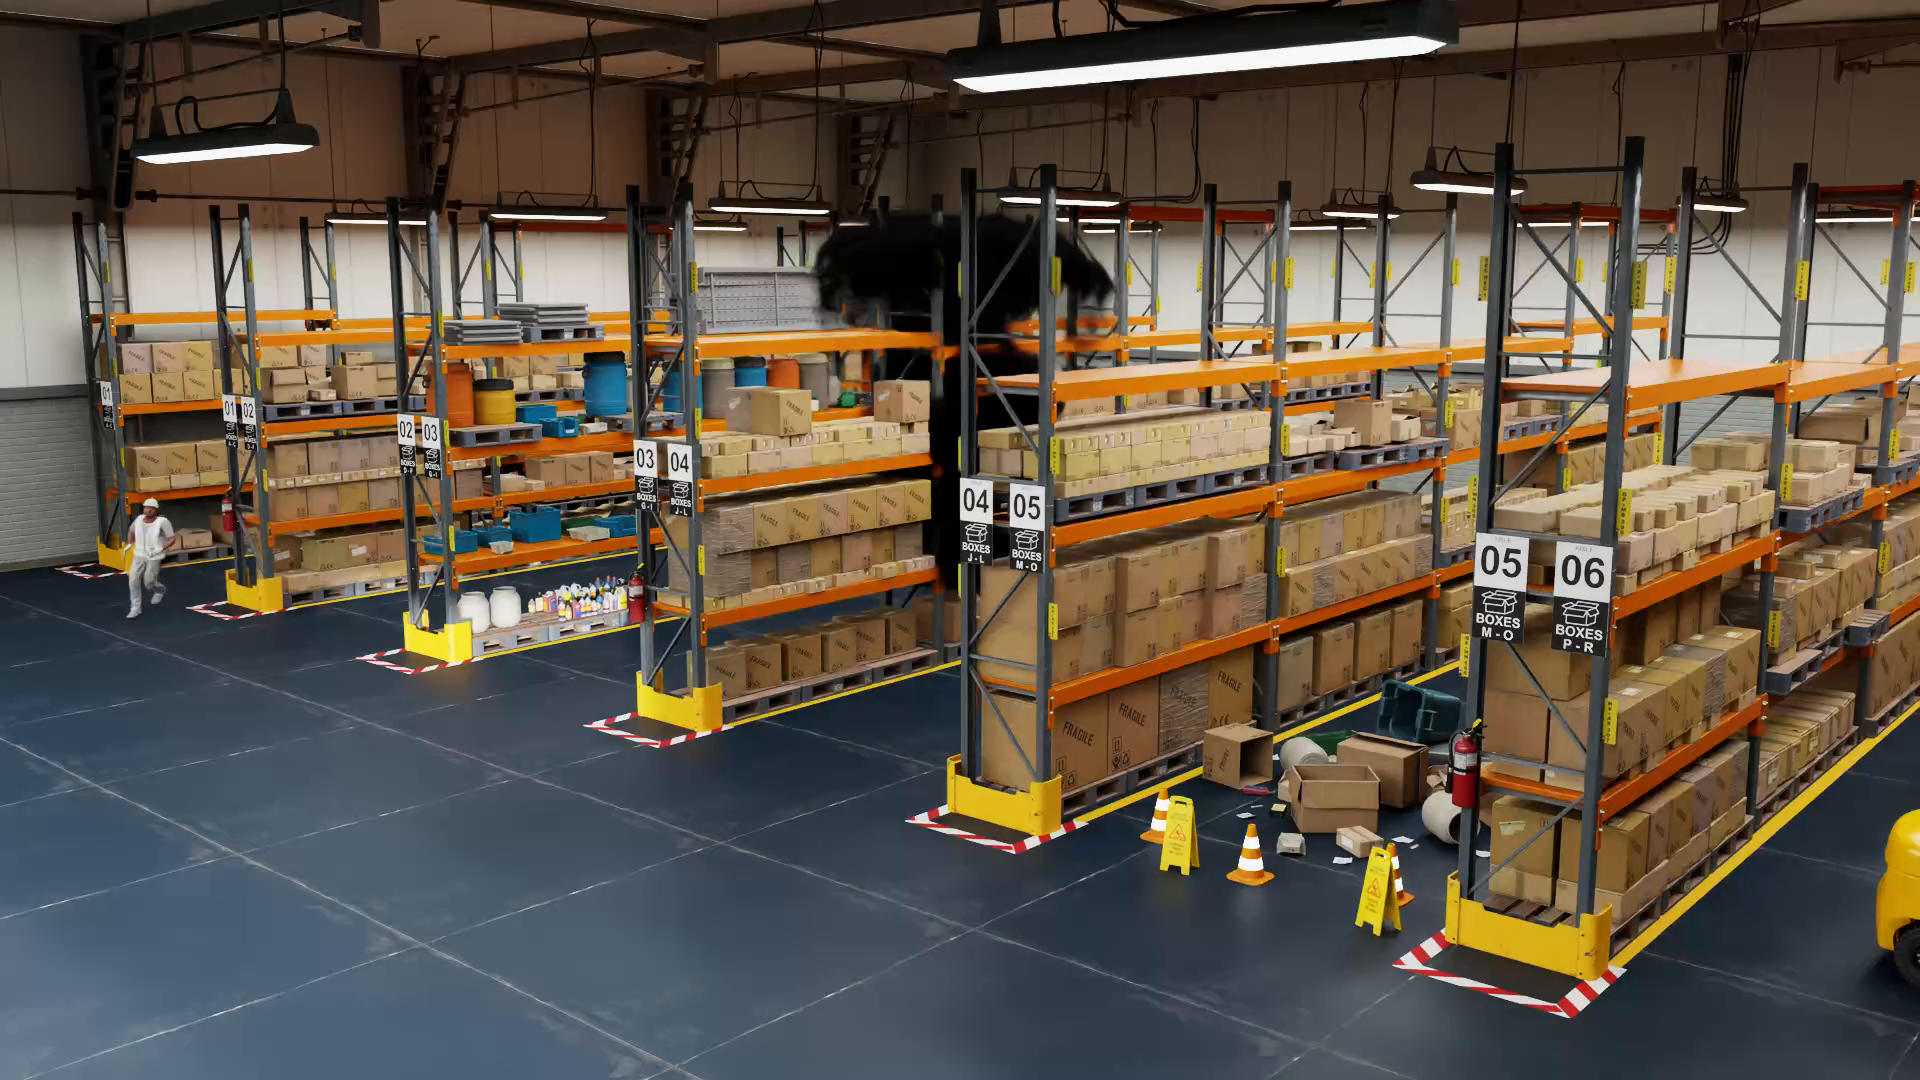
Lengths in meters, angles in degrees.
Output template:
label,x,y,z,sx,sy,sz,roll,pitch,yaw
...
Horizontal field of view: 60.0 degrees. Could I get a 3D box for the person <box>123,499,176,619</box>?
label,x,y,z,sx,sy,sz,roll,pitch,yaw
person,-11.971,0.244,24.618,0.728,1.741,0.814,0,9,1

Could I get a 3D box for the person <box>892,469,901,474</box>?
label,x,y,z,sx,sy,sz,roll,pitch,yaw
person,-1.267,-0.832,31.520,0.547,1.563,0.755,7,12,35
